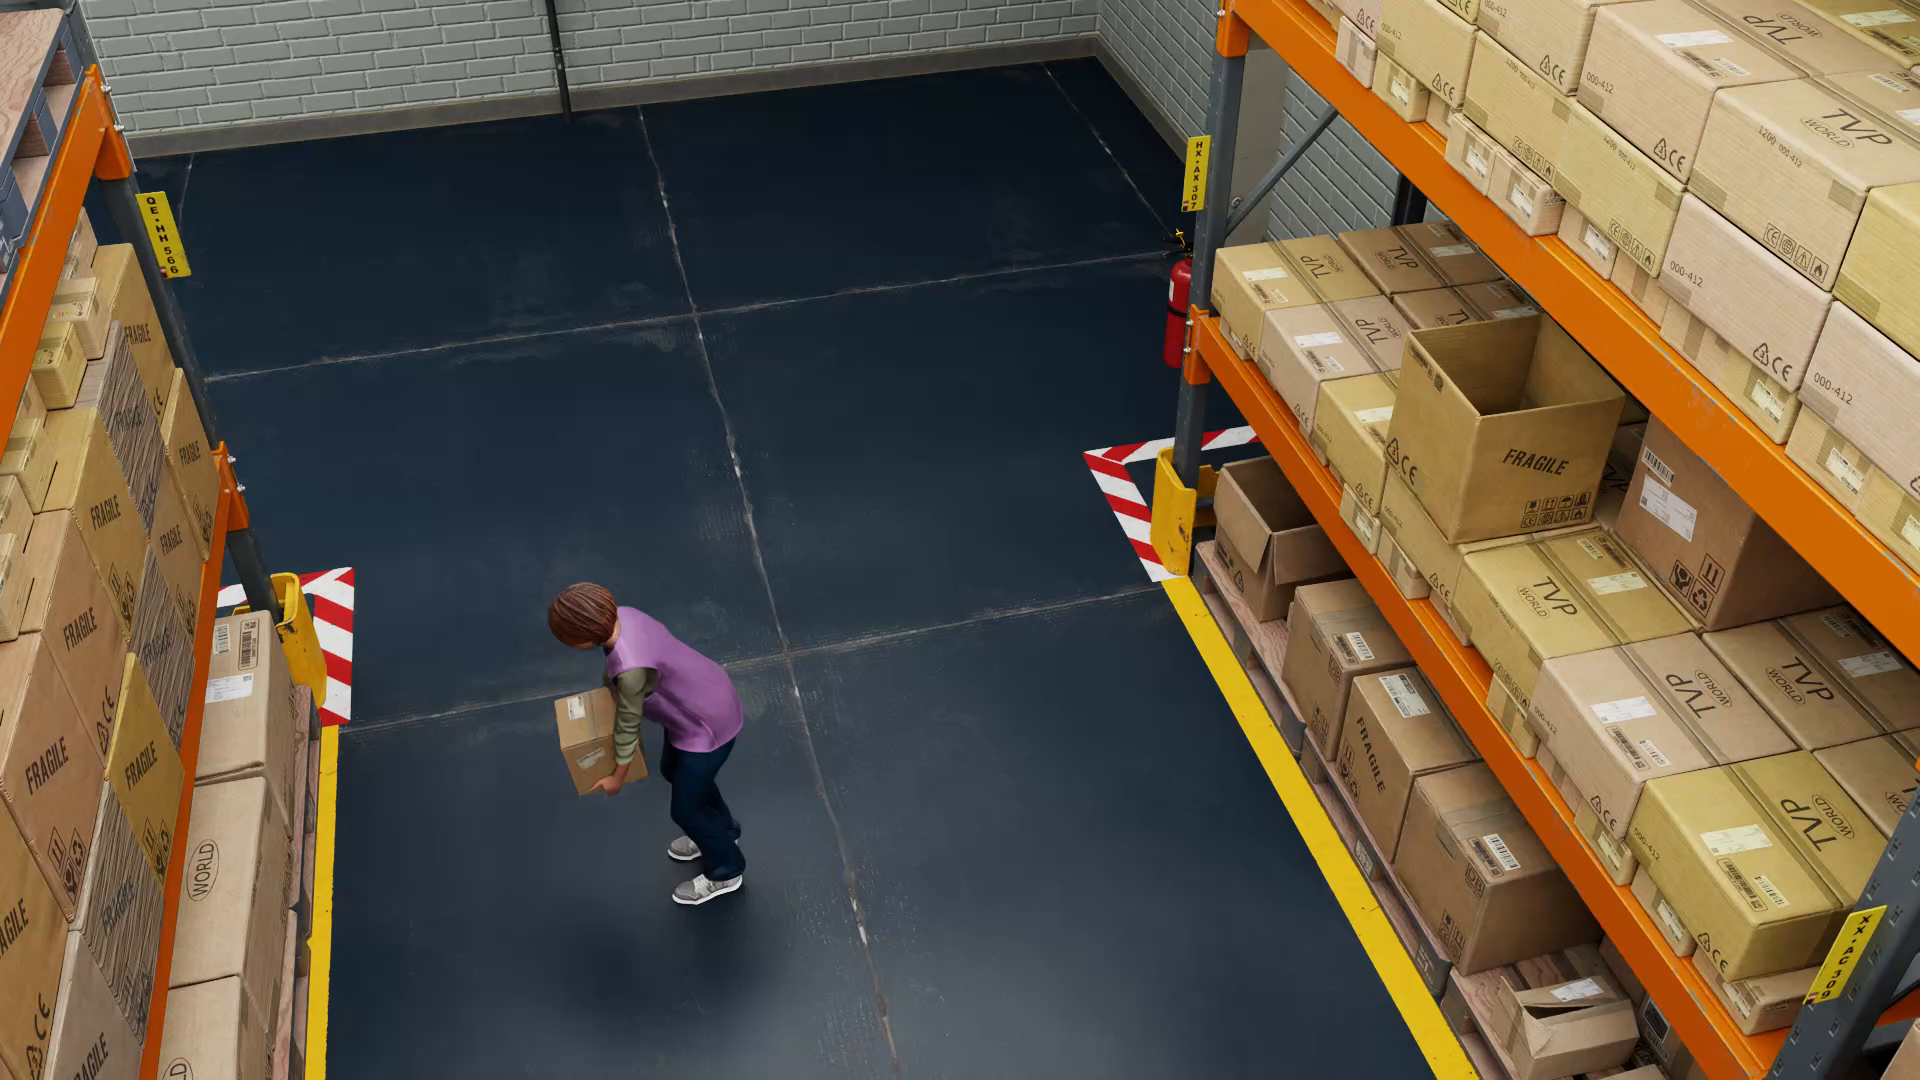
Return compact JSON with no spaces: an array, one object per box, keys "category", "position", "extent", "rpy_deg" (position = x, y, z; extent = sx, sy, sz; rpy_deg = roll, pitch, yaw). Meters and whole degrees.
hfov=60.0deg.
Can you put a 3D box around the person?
[{"category":"person","position":[-1.067,0.757,5.968],"extent":[0.598,1.363,0.375],"rpy_deg":[-10,40,-13]}]
